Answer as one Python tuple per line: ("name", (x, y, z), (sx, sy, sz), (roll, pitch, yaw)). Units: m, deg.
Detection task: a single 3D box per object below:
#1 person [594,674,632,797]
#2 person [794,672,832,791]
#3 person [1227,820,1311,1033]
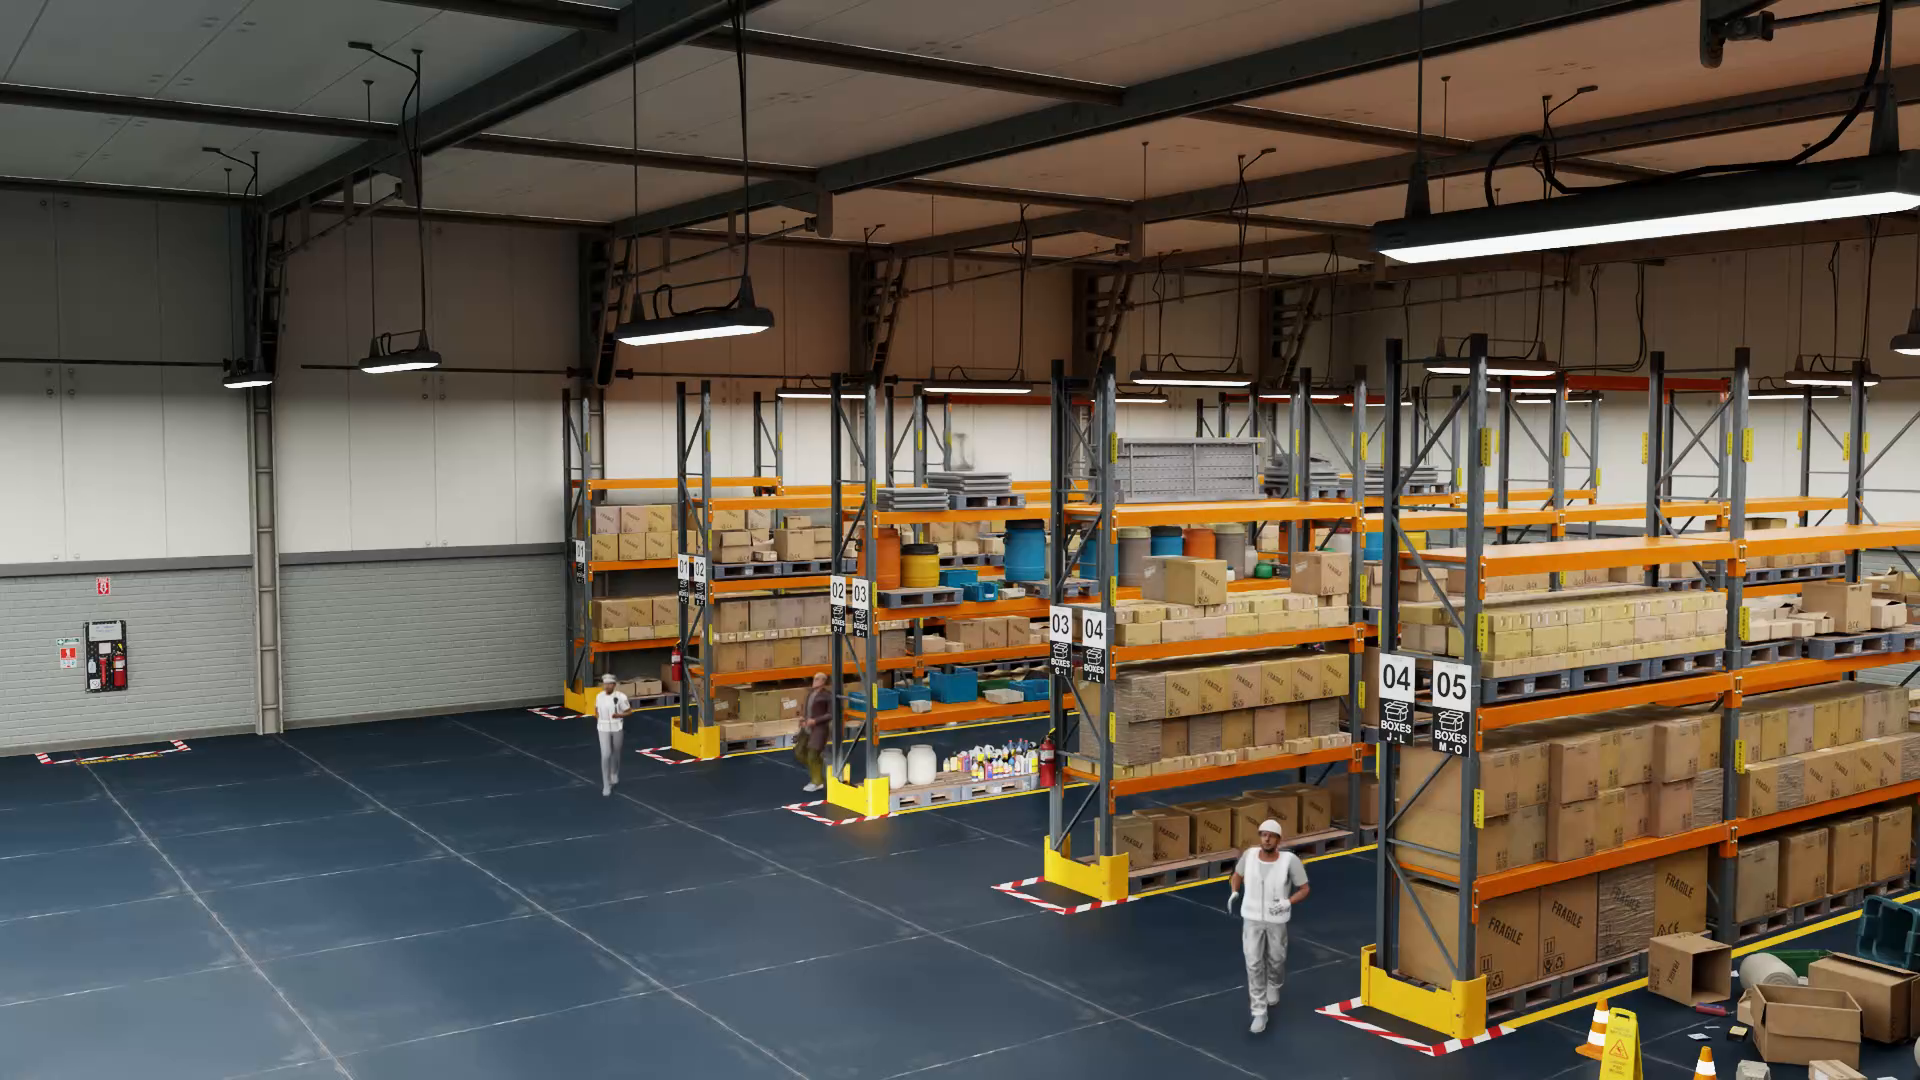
("person", (-5.011, 2.778, 24.024), (0.560, 1.734, 0.859), (0, 4, -7))
("person", (-2.070, 2.769, 24.020), (0.692, 1.734, 0.605), (3, 5, 43))
("person", (2.714, 3.356, 14.659), (0.698, 1.784, 0.829), (1, 4, 17))
